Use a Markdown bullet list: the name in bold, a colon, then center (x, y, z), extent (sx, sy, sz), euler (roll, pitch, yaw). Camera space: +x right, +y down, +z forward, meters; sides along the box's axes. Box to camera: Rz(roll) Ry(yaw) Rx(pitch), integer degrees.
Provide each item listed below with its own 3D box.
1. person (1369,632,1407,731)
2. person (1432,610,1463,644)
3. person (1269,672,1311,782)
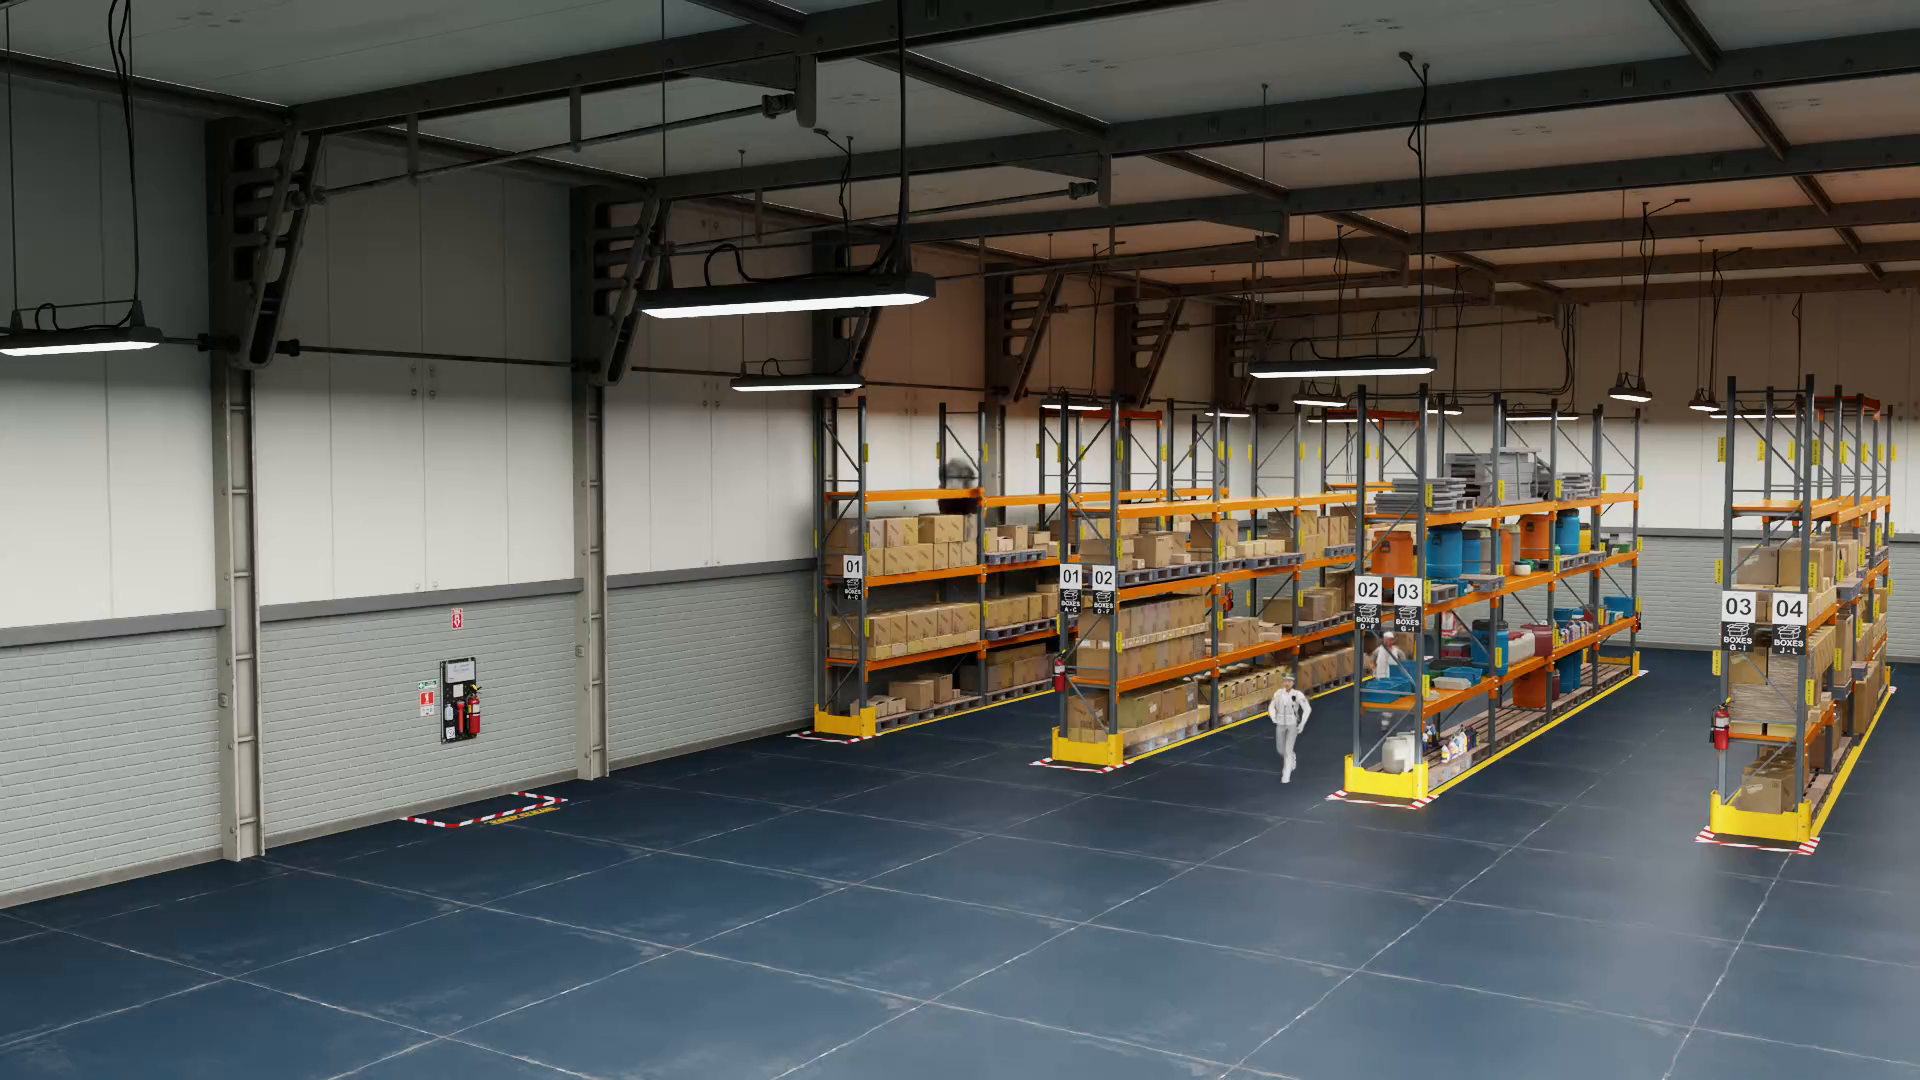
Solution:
- **person**: center (7.714, 2.534, 30.001), extent (0.667, 1.763, 0.860), euler (1, 3, 21)
- **person**: center (10.871, 2.190, 37.096), extent (0.660, 1.737, 0.595), euler (1, 3, 21)
- **person**: center (5.042, 2.847, 25.505), extent (0.657, 1.678, 0.624), euler (2, 3, 31)
